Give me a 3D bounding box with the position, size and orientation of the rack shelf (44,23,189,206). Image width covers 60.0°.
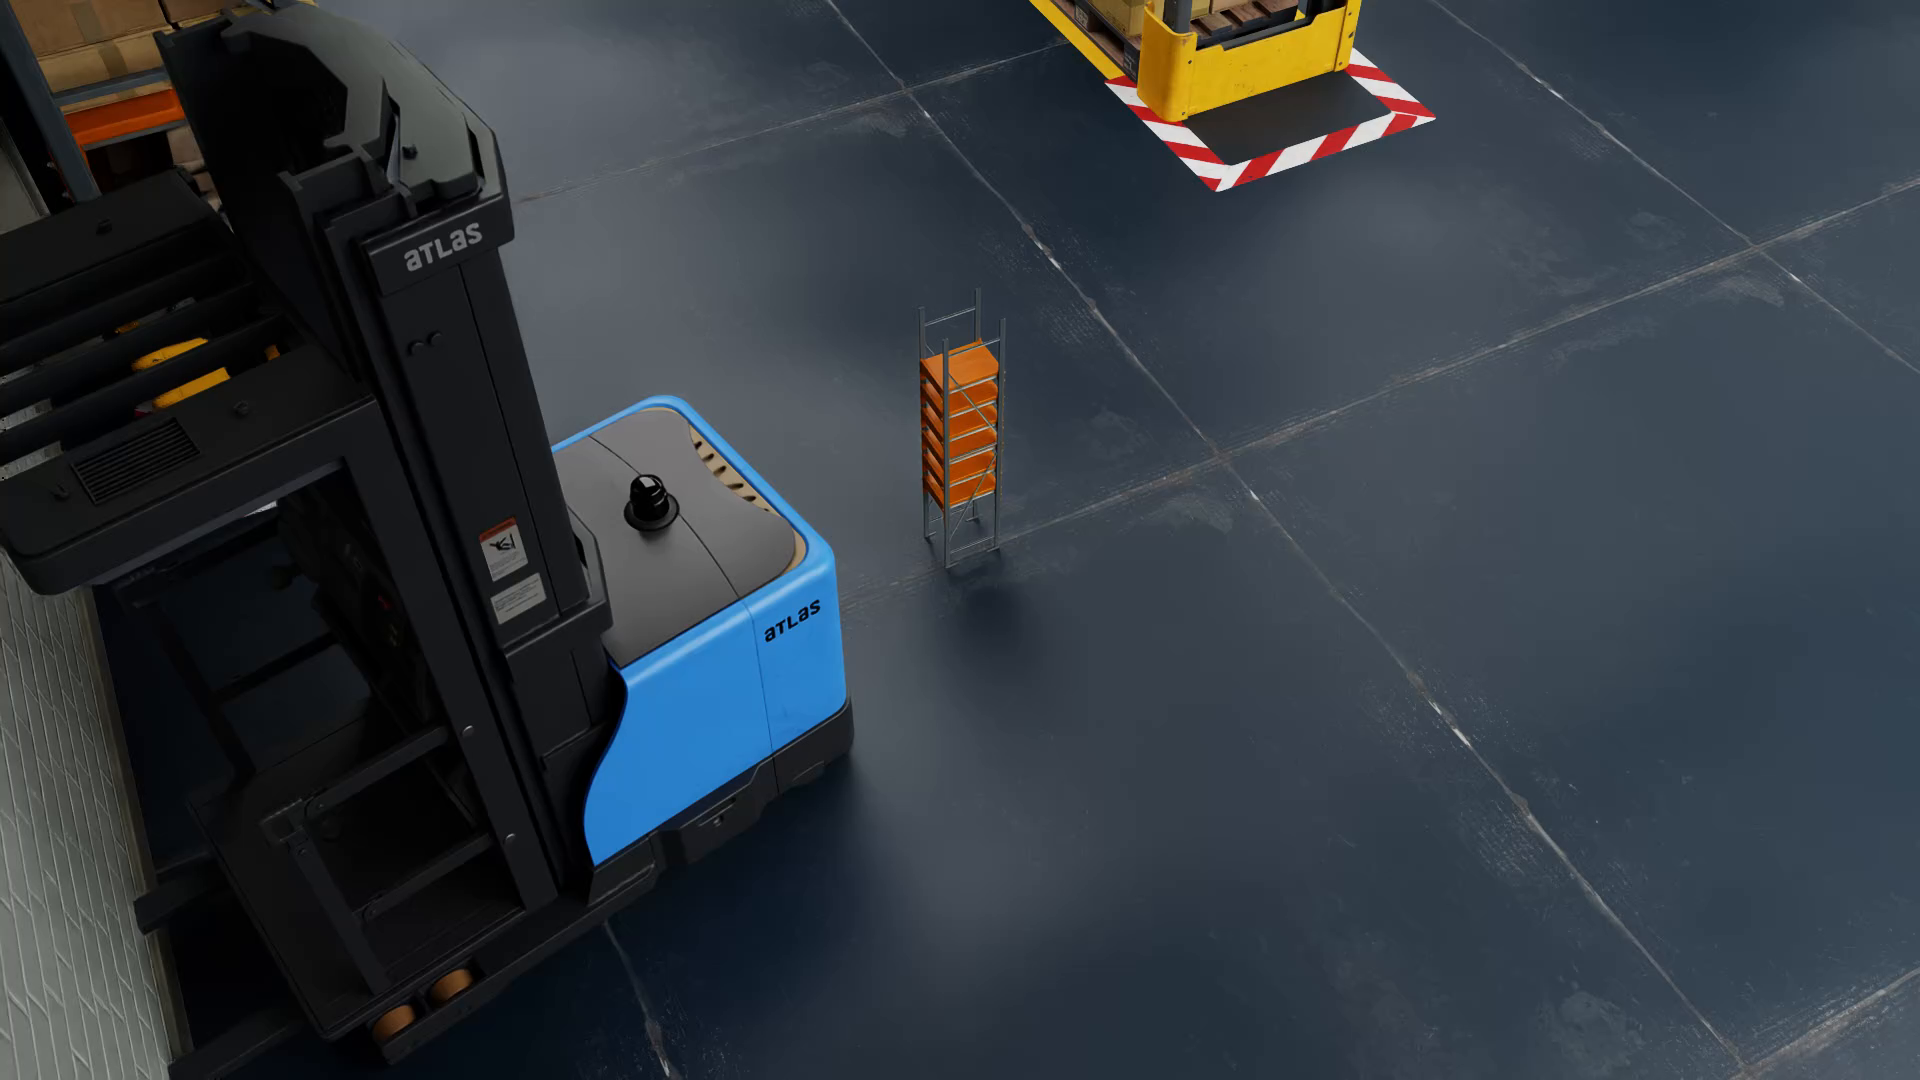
[{"bbox_3d":[-3.832,-2.835,7.607,1.077,0.370,4.000,-21,52,-18],"label":"rack shelf"}]

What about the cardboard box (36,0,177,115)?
[{"bbox_3d":[-3.303,-1.936,6.430,0.500,0.250,0.500,-20,52,-17],"label":"cardboard box"}]

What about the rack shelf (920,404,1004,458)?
[{"bbox_3d":[0.007,-0.435,6.126,0.258,0.103,0.180,-21,52,-18],"label":"rack shelf"}]

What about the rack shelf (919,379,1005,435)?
[{"bbox_3d":[0.007,-0.514,6.035,0.258,0.103,0.180,-21,52,-18],"label":"rack shelf"}]

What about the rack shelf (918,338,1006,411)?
[{"bbox_3d":[0.007,-0.593,5.945,0.258,0.103,0.180,-21,52,-18],"label":"rack shelf"}]

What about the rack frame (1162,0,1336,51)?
[{"bbox_3d":[1.486,-3.442,7.660,1.000,3.000,0.127,-21,52,-18],"label":"rack frame"}]

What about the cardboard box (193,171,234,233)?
[{"bbox_3d":[-3.153,-1.487,7.444,0.500,0.311,0.500,-27,54,-21],"label":"cardboard box"}]

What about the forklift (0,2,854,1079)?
[{"bbox_3d":[-1.842,0.199,4.521,3.031,2.935,1.130,-31,56,-24],"label":"forklift"}]

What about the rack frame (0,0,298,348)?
[{"bbox_3d":[-2.917,-1.733,6.166,1.000,3.000,0.127,-21,52,-18],"label":"rack frame"}]

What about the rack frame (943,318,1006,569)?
[{"bbox_3d":[0.048,-0.324,6.129,0.240,1.200,0.006,-21,52,-18],"label":"rack frame"}]

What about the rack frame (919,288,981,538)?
[{"bbox_3d":[-0.035,-0.447,6.236,0.240,1.200,0.006,-21,52,-18],"label":"rack frame"}]

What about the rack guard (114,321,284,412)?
[{"bbox_3d":[-2.952,-0.961,7.151,1.175,0.500,0.348,-21,52,-18],"label":"rack guard"}]

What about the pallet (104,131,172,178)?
[{"bbox_3d":[-3.846,-2.237,8.459,1.003,0.211,1.213,-21,52,-18],"label":"pallet"}]

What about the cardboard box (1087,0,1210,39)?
[{"bbox_3d":[0.978,-2.932,8.762,0.500,0.250,0.500,-21,52,-18],"label":"cardboard box"}]

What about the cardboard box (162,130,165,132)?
[{"bbox_3d":[-3.706,-2.439,8.151,0.700,0.500,0.500,-24,53,-20],"label":"cardboard box"}]

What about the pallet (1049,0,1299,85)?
[{"bbox_3d":[1.099,-3.021,9.145,1.003,0.211,1.213,-21,52,-18],"label":"pallet"}]

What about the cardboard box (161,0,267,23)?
[{"bbox_3d":[-2.868,-2.360,6.302,0.500,0.500,0.500,-21,52,-17],"label":"cardboard box"}]

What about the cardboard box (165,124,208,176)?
[{"bbox_3d":[-3.414,-1.868,7.778,0.500,0.311,0.500,-17,51,-15],"label":"cardboard box"}]

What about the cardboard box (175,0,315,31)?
[{"bbox_3d":[-2.858,-2.126,6.596,0.500,0.250,0.500,-23,53,-19],"label":"cardboard box"}]

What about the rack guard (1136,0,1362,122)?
[{"bbox_3d":[1.497,-2.603,8.587,1.175,0.500,0.348,-21,52,-18],"label":"rack guard"}]

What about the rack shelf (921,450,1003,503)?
[{"bbox_3d":[0.007,-0.277,6.306,0.258,0.103,0.180,-21,52,-18],"label":"rack shelf"}]

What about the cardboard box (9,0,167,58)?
[{"bbox_3d":[-3.322,-2.179,6.144,0.500,0.500,0.500,-22,52,-18],"label":"cardboard box"}]

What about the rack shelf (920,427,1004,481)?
[{"bbox_3d":[0.007,-0.356,6.216,0.258,0.103,0.180,-21,52,-18],"label":"rack shelf"}]

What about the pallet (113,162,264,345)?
[{"bbox_3d":[-3.292,-1.422,7.746,1.003,0.211,1.213,-21,52,-18],"label":"pallet"}]

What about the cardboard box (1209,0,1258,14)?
[{"bbox_3d":[1.438,-3.110,8.918,0.500,0.250,0.500,-21,52,-18],"label":"cardboard box"}]

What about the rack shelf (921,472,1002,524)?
[{"bbox_3d":[0.007,-0.198,6.397,0.258,0.103,0.180,-21,52,-18],"label":"rack shelf"}]

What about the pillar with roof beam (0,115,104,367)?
[{"bbox_3d":[-0.178,-5.361,5.353,9.100,9.000,0.400,-21,52,-18],"label":"pillar with roof beam"}]

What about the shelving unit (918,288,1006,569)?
[{"bbox_3d":[0.007,-0.385,6.183,0.258,1.200,0.189,-21,52,-18],"label":"shelving unit"}]
